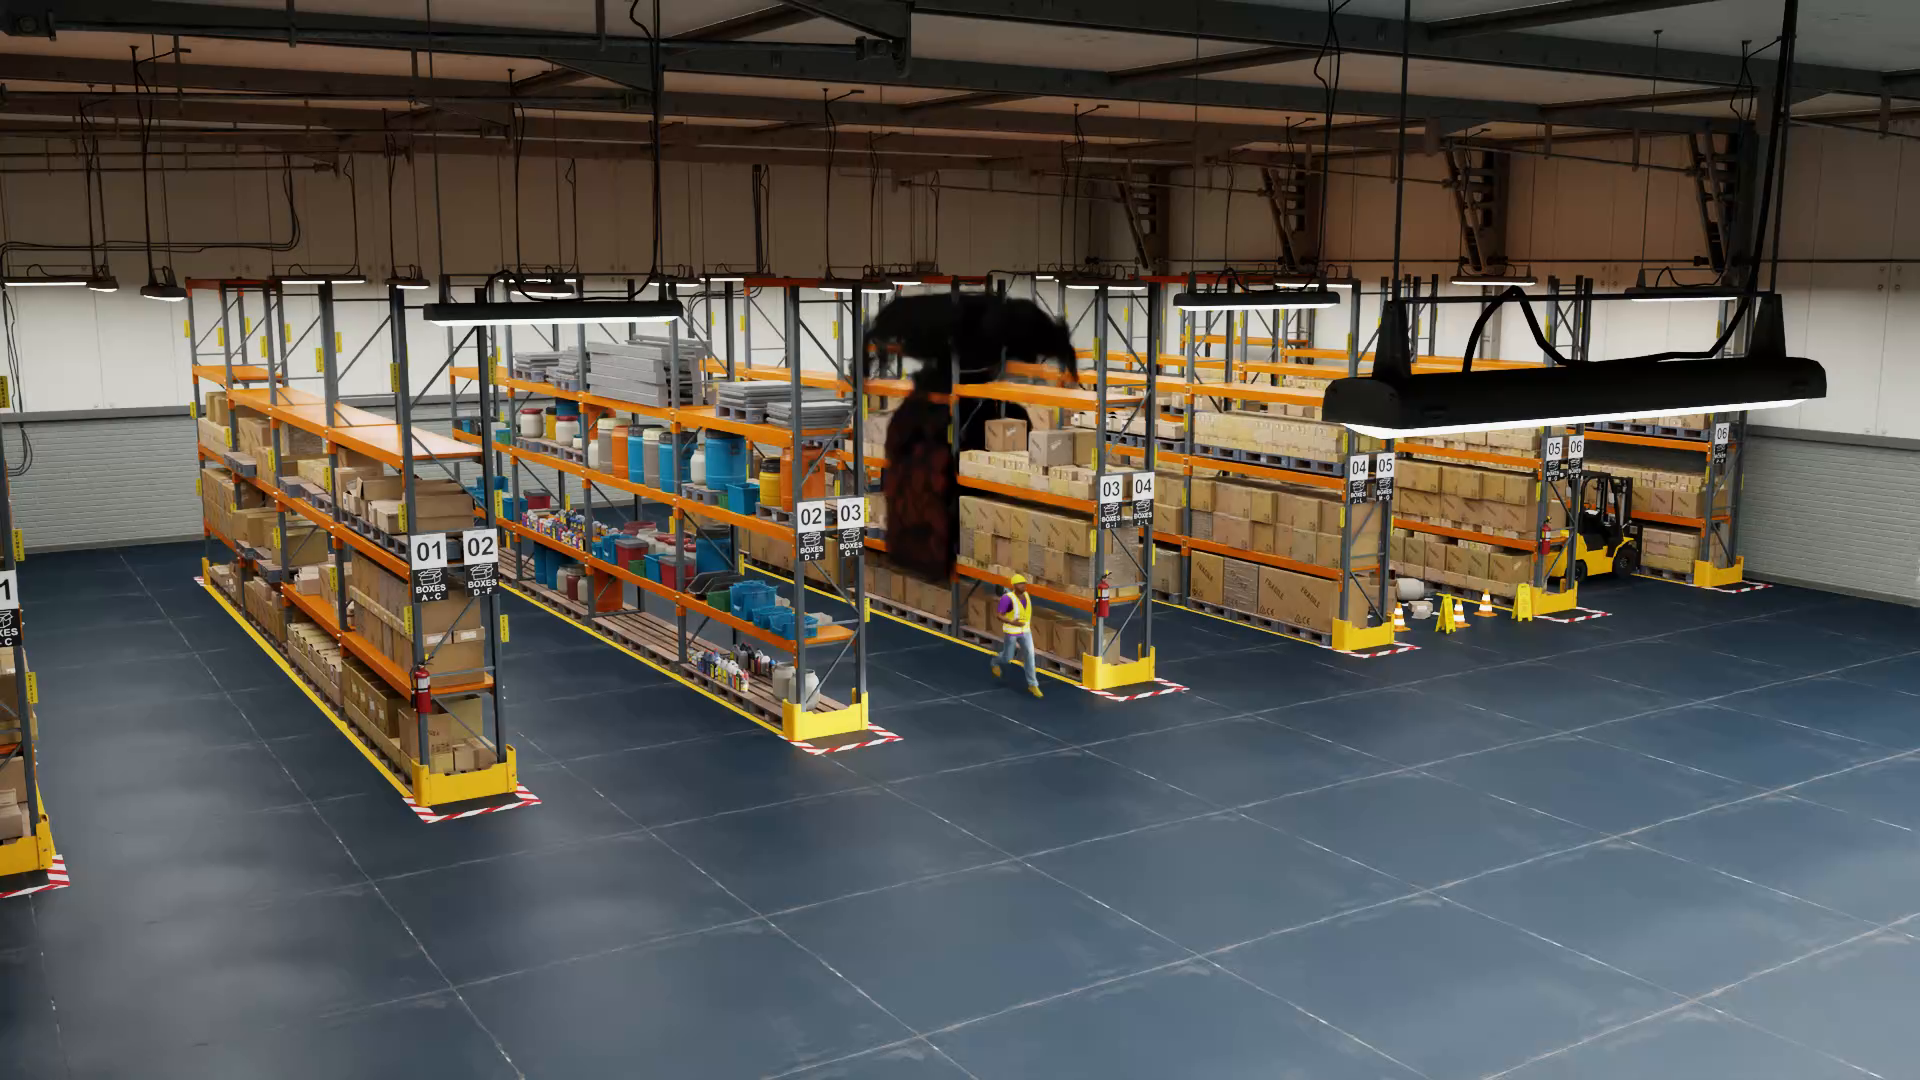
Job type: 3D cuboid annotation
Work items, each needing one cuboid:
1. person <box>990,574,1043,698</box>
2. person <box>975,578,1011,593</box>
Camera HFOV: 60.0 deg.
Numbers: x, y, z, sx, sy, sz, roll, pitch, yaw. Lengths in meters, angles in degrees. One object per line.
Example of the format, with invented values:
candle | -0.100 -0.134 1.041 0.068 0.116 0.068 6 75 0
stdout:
person | 0.805 1.375 24.585 0.663 1.772 1.146 -6 11 -31
person | 0.624 0.084 32.144 0.672 1.787 0.963 -7 12 -37
